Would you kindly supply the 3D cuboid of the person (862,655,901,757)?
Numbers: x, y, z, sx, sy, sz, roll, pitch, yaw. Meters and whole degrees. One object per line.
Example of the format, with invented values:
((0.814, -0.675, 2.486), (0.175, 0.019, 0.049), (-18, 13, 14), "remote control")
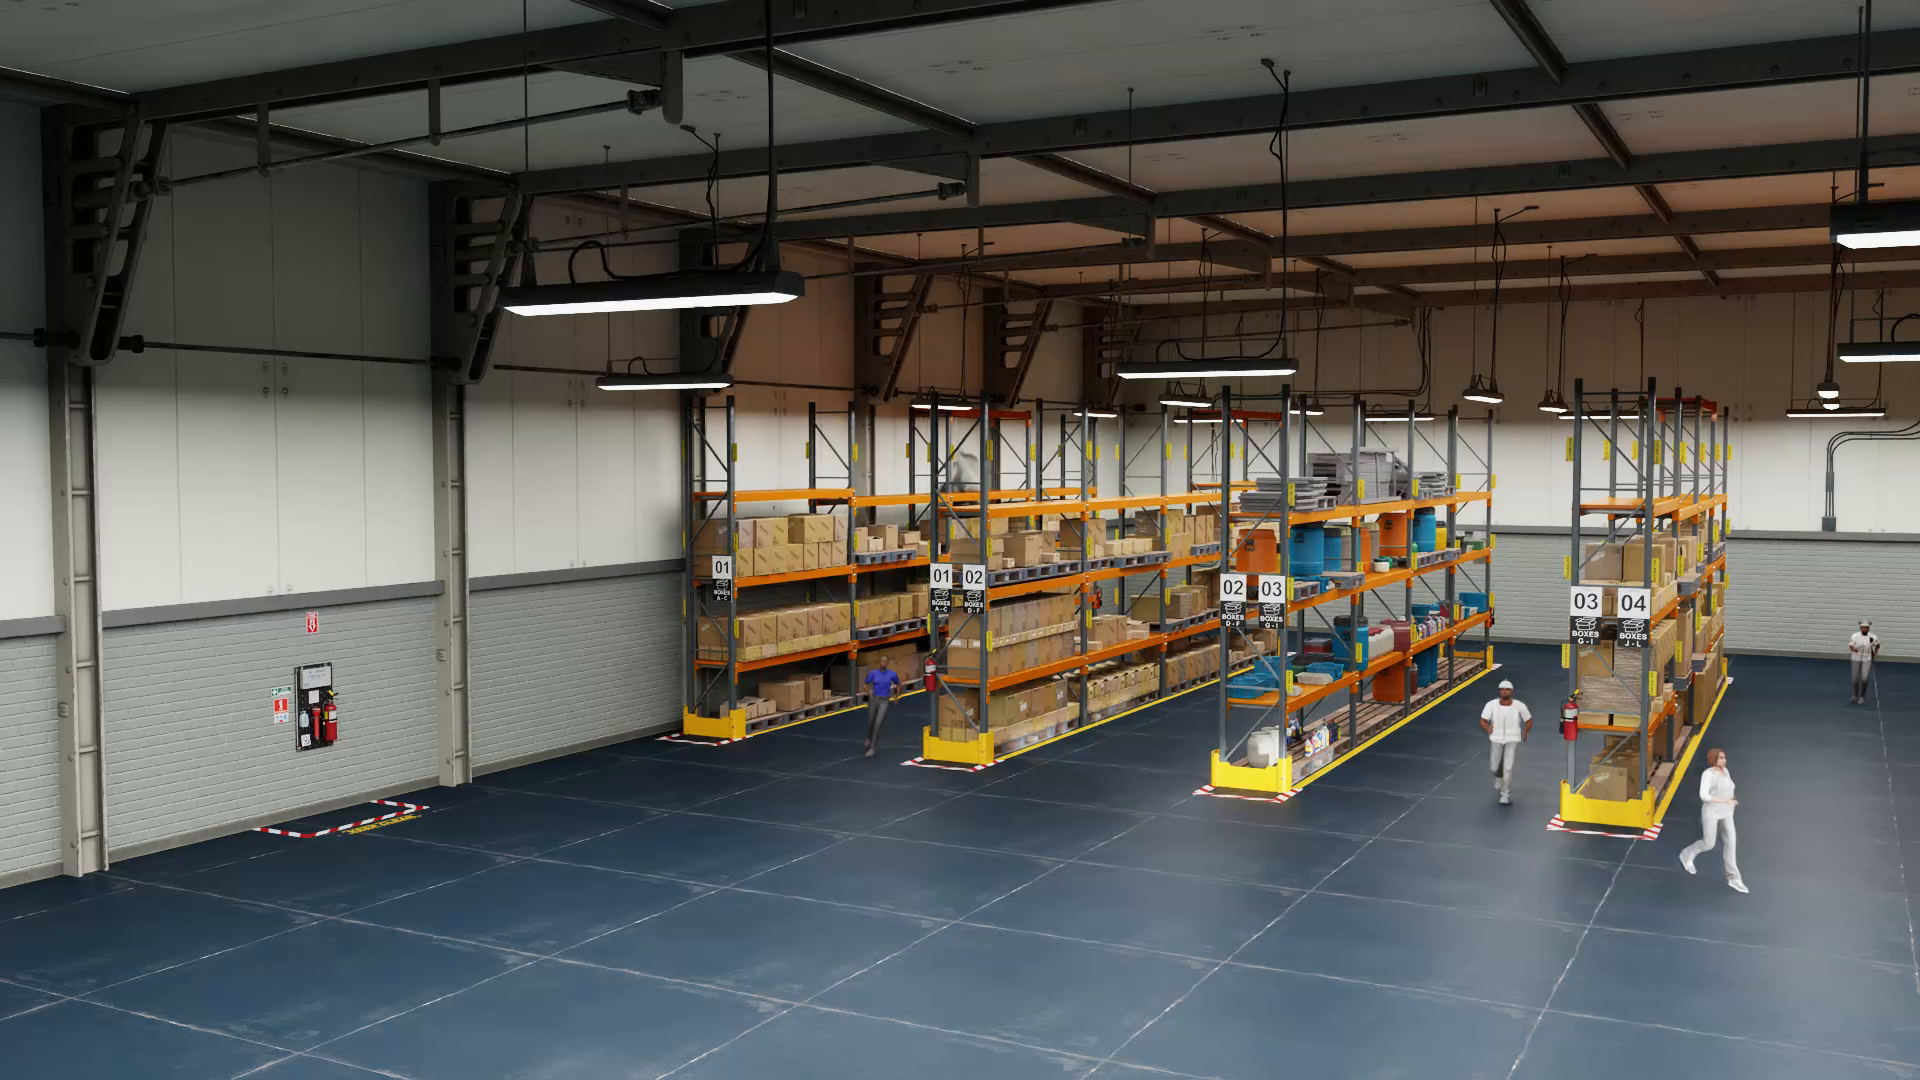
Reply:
((-1.342, 2.723, 27.611), (0.638, 1.636, 0.922), (0, 3, 6), "person")

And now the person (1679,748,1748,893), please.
((8.693, 3.176, 19.130), (0.542, 1.591, 0.896), (-1, 3, -25), "person")

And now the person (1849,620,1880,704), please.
((18.002, 2.436, 33.153), (0.520, 1.711, 0.736), (2, 4, 33), "person")

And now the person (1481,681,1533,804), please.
((7.836, 2.881, 23.877), (0.711, 1.730, 0.780), (1, 3, 24), "person")
